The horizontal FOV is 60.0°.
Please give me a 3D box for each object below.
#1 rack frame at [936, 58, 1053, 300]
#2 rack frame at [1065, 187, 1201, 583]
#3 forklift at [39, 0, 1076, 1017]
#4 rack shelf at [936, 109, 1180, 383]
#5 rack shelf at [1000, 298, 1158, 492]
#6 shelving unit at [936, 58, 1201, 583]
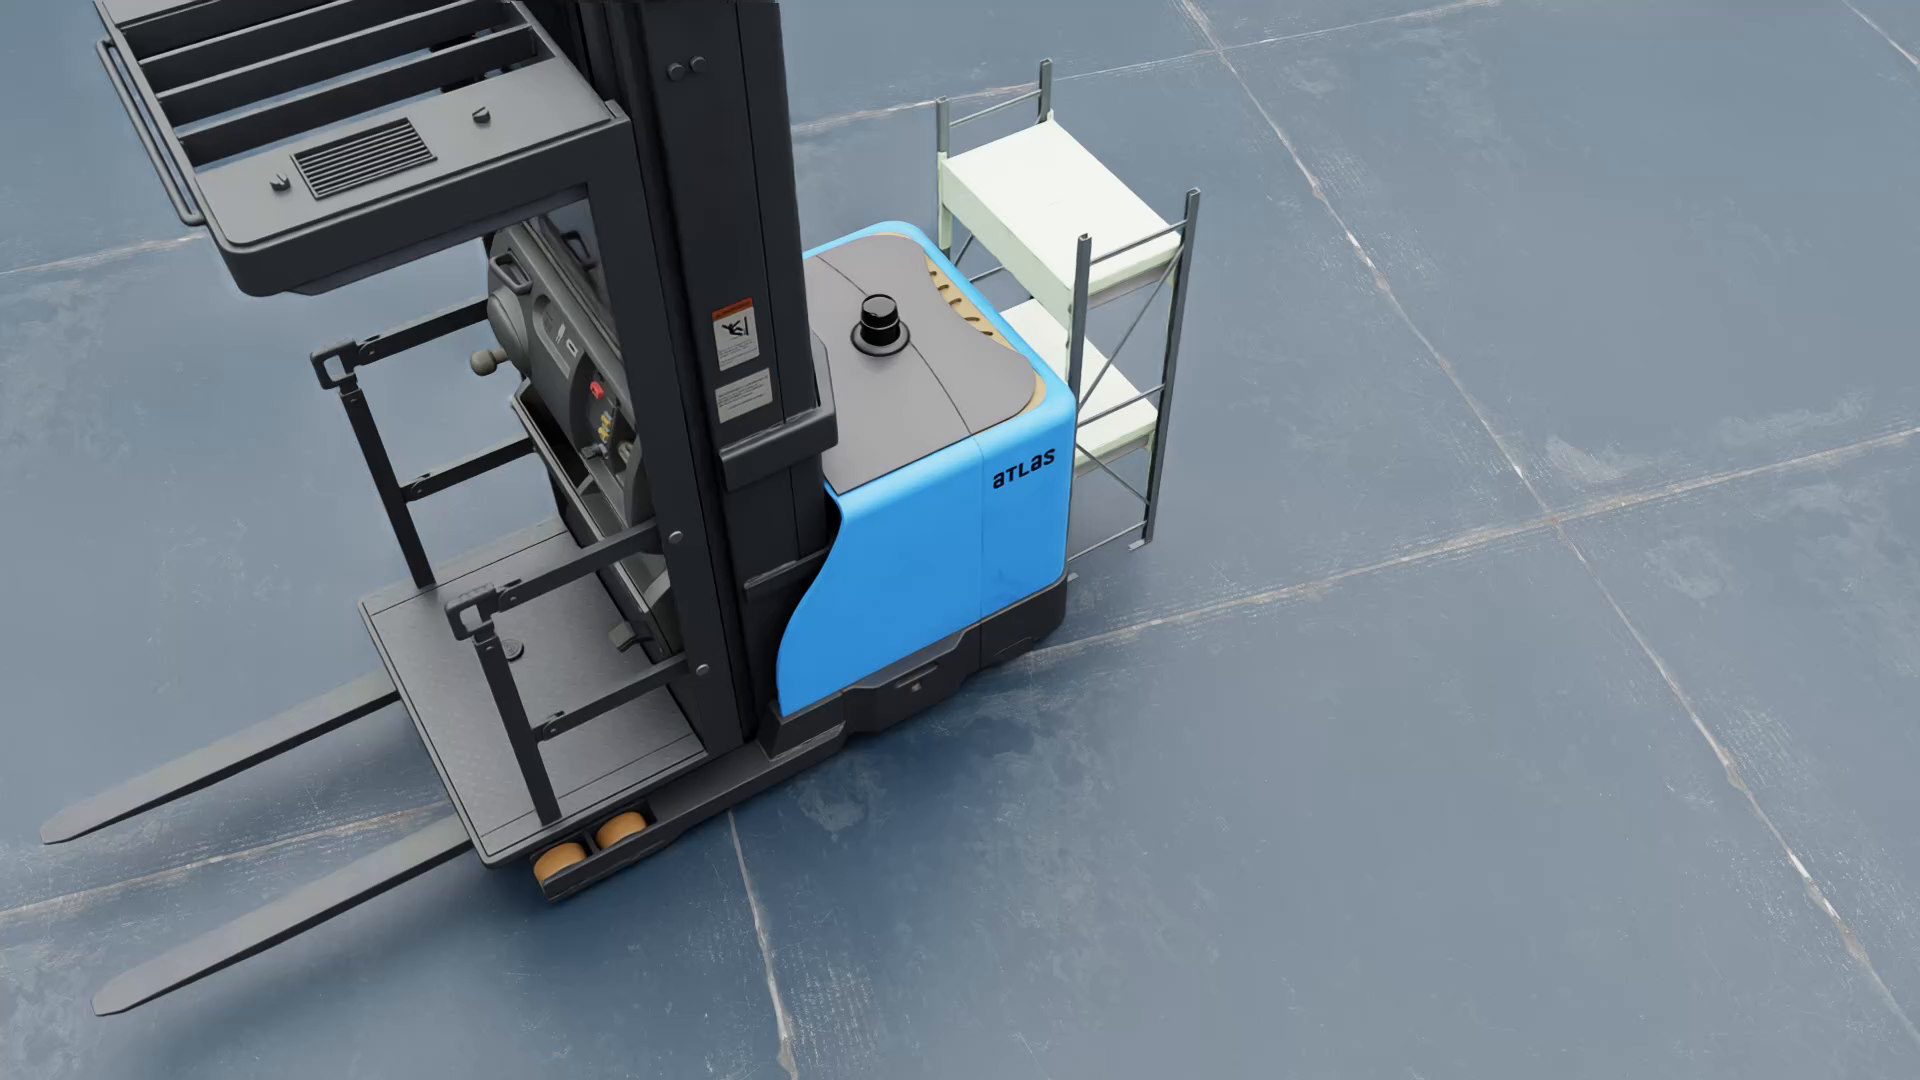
[{"bbox_3d":[0.104,-0.882,5.513,0.400,1.500,0.023,-25,54,-20],"label":"rack frame"},{"bbox_3d":[0.491,-0.407,5.112,0.400,1.500,0.023,-25,54,-20],"label":"rack frame"},{"bbox_3d":[-1.177,-0.369,4.144,3.031,2.935,1.130,-25,54,-20],"label":"forklift"},{"bbox_3d":[0.298,-0.897,5.014,0.431,0.370,0.720,-25,54,-20],"label":"rack shelf"},{"bbox_3d":[0.297,-0.435,5.562,0.431,0.370,0.720,-25,54,-20],"label":"rack shelf"},{"bbox_3d":[0.297,-0.645,5.312,0.431,1.500,0.755,-25,54,-20],"label":"shelving unit"}]
